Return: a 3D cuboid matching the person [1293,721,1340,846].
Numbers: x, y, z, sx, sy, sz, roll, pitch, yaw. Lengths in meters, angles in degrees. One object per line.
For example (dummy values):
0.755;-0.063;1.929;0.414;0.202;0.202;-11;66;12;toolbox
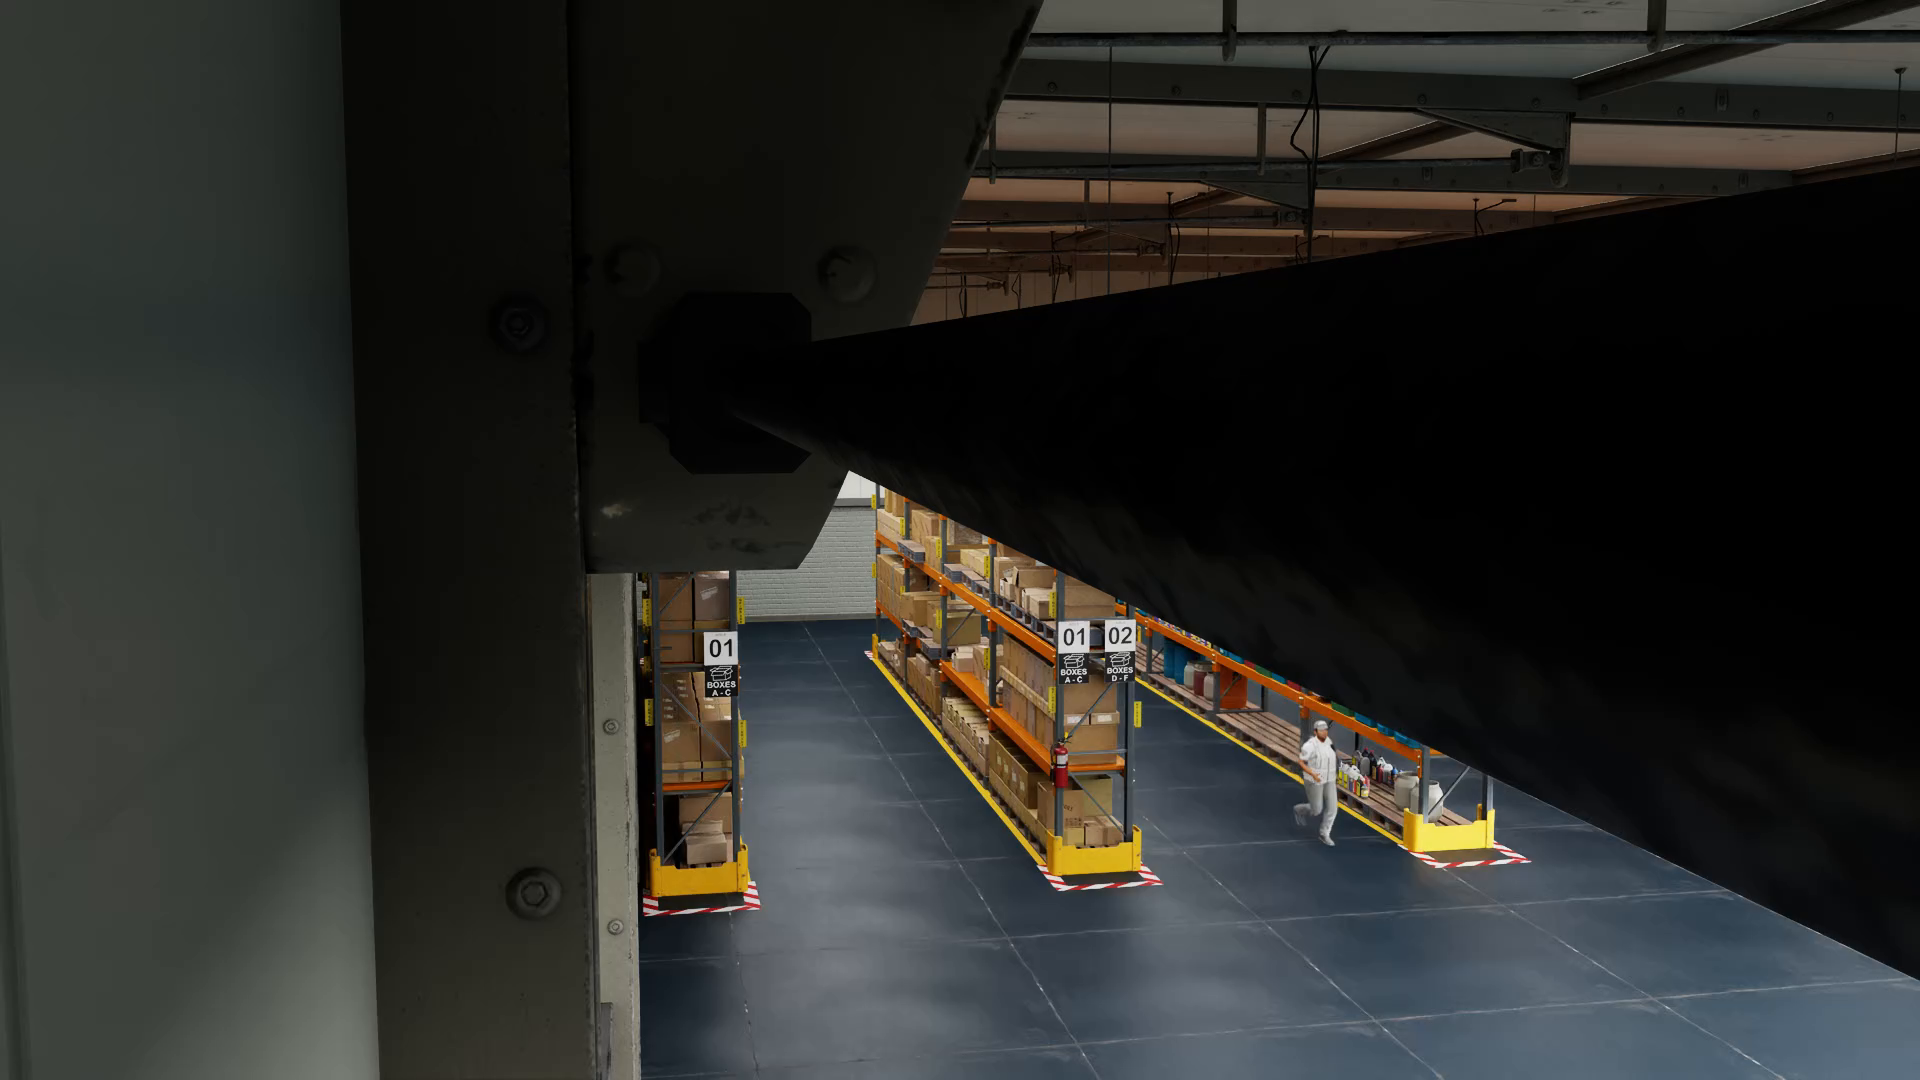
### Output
4.829;3.236;22.407;0.609;1.642;0.731;-3;6;-24;person
